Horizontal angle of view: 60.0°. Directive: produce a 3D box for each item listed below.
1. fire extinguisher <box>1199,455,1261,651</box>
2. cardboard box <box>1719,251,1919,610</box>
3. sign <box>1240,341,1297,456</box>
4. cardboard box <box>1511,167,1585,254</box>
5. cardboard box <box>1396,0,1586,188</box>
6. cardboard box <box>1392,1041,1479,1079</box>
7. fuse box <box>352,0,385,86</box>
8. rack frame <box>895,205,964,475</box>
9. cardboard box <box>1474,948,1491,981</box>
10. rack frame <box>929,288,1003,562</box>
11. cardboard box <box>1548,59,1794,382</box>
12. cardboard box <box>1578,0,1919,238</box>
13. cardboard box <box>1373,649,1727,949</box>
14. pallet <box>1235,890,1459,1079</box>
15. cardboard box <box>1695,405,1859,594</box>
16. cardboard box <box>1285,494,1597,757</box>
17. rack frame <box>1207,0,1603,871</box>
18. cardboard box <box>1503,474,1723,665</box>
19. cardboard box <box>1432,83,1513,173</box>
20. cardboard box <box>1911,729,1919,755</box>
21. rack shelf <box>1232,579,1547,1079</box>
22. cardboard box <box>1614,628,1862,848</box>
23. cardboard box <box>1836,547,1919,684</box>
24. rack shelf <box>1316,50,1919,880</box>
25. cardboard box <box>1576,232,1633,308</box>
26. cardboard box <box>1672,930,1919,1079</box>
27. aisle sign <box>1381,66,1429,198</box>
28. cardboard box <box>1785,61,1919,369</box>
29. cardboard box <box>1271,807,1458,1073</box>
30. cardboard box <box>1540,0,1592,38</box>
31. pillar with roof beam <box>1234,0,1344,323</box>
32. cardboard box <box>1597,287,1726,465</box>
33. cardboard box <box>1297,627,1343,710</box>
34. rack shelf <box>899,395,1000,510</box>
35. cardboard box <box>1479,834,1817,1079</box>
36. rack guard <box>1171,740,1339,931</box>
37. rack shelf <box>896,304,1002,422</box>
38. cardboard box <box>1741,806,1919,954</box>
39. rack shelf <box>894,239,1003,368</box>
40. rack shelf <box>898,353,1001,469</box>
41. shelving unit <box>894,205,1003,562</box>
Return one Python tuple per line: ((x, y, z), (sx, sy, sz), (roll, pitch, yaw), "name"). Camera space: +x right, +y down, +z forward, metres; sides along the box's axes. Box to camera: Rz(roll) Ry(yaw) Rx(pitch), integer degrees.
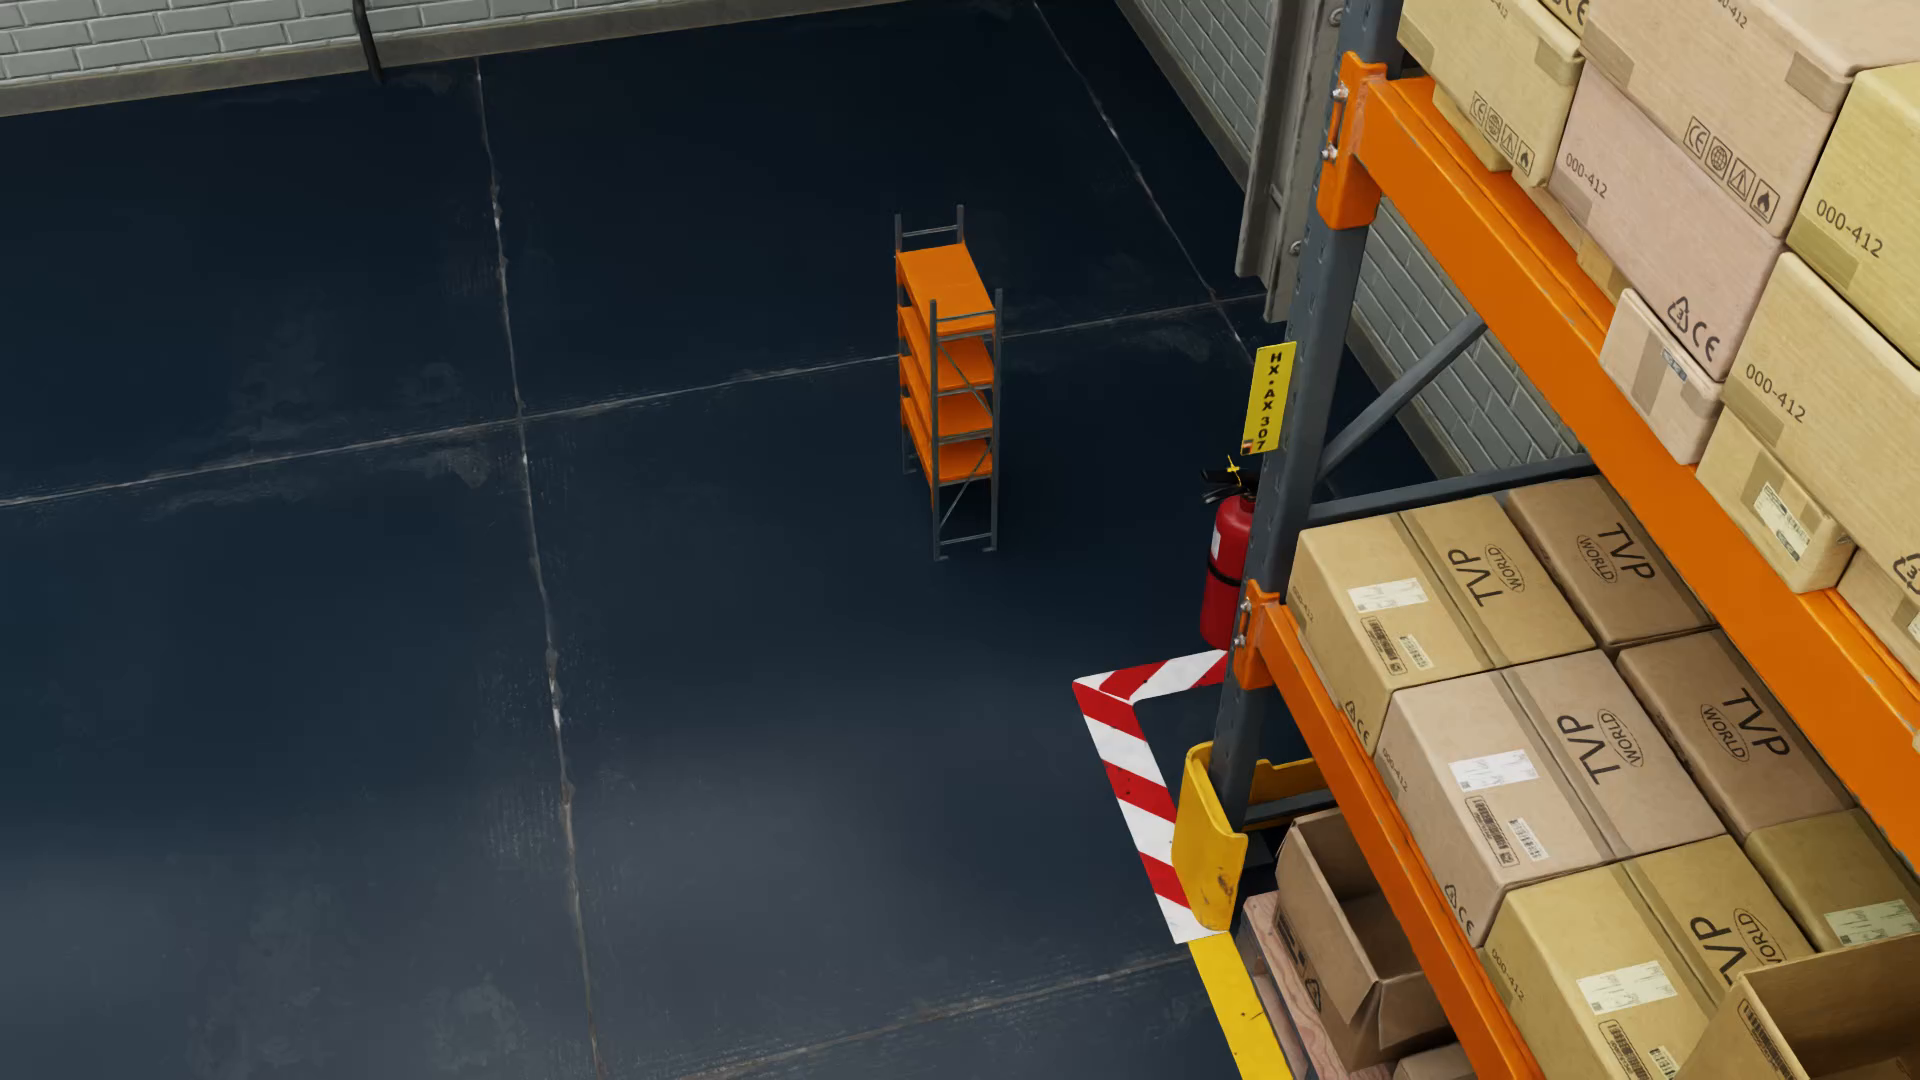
((0.758, 0.019, 4.447), (0.296, 0.674, 0.183), (-11, 47, -10), "fire extinguisher")
((1.361, -0.164, 2.107), (0.500, 0.250, 0.500), (-12, 47, -12), "cardboard box")
((0.718, -0.326, 3.863), (0.100, 0.325, 0.005), (-11, 47, -10), "sign")
((1.192, -0.645, 2.858), (0.380, 0.149, 0.250), (-10, 46, -10), "cardboard box")
((1.092, -0.867, 2.796), (0.500, 0.250, 0.500), (-11, 47, -11), "cardboard box")
((1.379, 1.469, 4.412), (0.380, 0.149, 0.250), (-12, 47, -12), "cardboard box")
((-2.953, -2.933, 7.926), (0.539, 1.711, 0.414), (-11, 47, -10), "fuse box")
((-0.105, -0.703, 6.099), (0.240, 1.200, 0.015), (-11, 47, -10), "rack frame")
((1.278, 0.771, 3.570), (0.380, 0.149, 0.250), (-9, 46, -9), "cardboard box")
((0.020, -0.366, 5.768), (0.240, 1.200, 0.015), (-11, 47, -10), "rack frame")
((1.242, -0.520, 2.456), (0.500, 0.250, 0.500), (-10, 46, -10), "cardboard box")
((1.225, -0.691, 2.274), (0.500, 0.250, 0.500), (-11, 47, -11), "cardboard box")
((1.228, 0.537, 3.520), (0.500, 0.250, 0.500), (-10, 46, -10), "cardboard box")
((1.467, 1.457, 4.675), (1.003, 0.211, 1.213), (-11, 47, -10), "pallet")
((1.279, -0.094, 2.318), (0.380, 0.149, 0.250), (-11, 47, -10), "cardboard box")
((1.098, 0.189, 3.861), (0.500, 0.250, 0.500), (-10, 47, -10), "cardboard box")
((1.243, -0.122, 4.269), (1.000, 3.000, 0.127), (-11, 47, -10), "rack frame")
((1.617, 0.096, 3.953), (0.500, 0.250, 0.500), (-9, 46, -9), "cardboard box")
((1.099, -0.821, 3.030), (0.380, 0.149, 0.250), (-10, 46, -9), "cardboard box")
((1.398, 0.255, 1.976), (0.380, 0.149, 0.250), (-11, 47, -10), "cardboard box")
((1.755, 1.511, 3.173), (1.077, 0.370, 4.000), (-11, 47, -10), "rack shelf")
((1.748, 0.452, 3.604), (0.500, 0.250, 0.500), (-11, 47, -10), "cardboard box")
((1.402, 0.065, 2.162), (0.380, 0.149, 0.250), (-11, 47, -11), "cardboard box")
((1.755, 0.461, 2.102), (1.077, 0.370, 4.000), (-11, 47, -10), "rack shelf")
((1.241, -0.465, 2.681), (0.380, 0.149, 0.250), (-11, 47, -10), "cardboard box")
((1.483, 0.962, 2.579), (0.500, 0.500, 0.500), (-10, 46, -9), "cardboard box")
((0.941, -1.025, 3.334), (0.394, 0.787, 0.004), (-11, 47, -10), "aisle sign")
((1.367, -0.347, 1.936), (0.500, 0.250, 0.500), (-11, 47, -11), "cardboard box")
((1.308, 1.045, 4.580), (0.797, 0.503, 0.637), (-12, 47, -12), "cardboard box")
((1.113, -1.046, 2.621), (0.500, 0.250, 0.500), (-11, 47, -11), "cardboard box")
((-2.738, -3.461, 3.341), (9.100, 9.000, 0.400), (-11, 47, -10), "pillar with roof beam")
((1.205, -0.274, 2.494), (0.380, 0.149, 0.250), (-10, 46, -9), "cardboard box")
((1.061, 0.243, 4.087), (0.380, 0.149, 0.250), (-11, 47, -11), "cardboard box")
((-0.042, -0.348, 6.123), (0.258, 0.148, 0.480), (-11, 47, -10), "rack shelf")
((1.361, 0.886, 3.178), (0.500, 0.250, 0.500), (-12, 47, -11), "cardboard box")
((1.262, 0.806, 5.111), (1.175, 0.500, 0.348), (-11, 47, -10), "rack guard")
((-0.042, -0.644, 5.822), (0.258, 0.148, 0.480), (-11, 47, -10), "rack shelf")
((1.870, 0.795, 3.268), (0.500, 0.250, 0.500), (-9, 46, -9), "cardboard box")
((-0.042, -0.809, 5.653), (0.258, 0.148, 0.480), (-11, 47, -10), "rack shelf")
((-0.042, -0.487, 5.982), (0.258, 0.148, 0.480), (-11, 47, -10), "rack shelf")
((-0.042, -0.534, 5.933), (0.258, 1.200, 0.503), (-11, 47, -10), "shelving unit")
